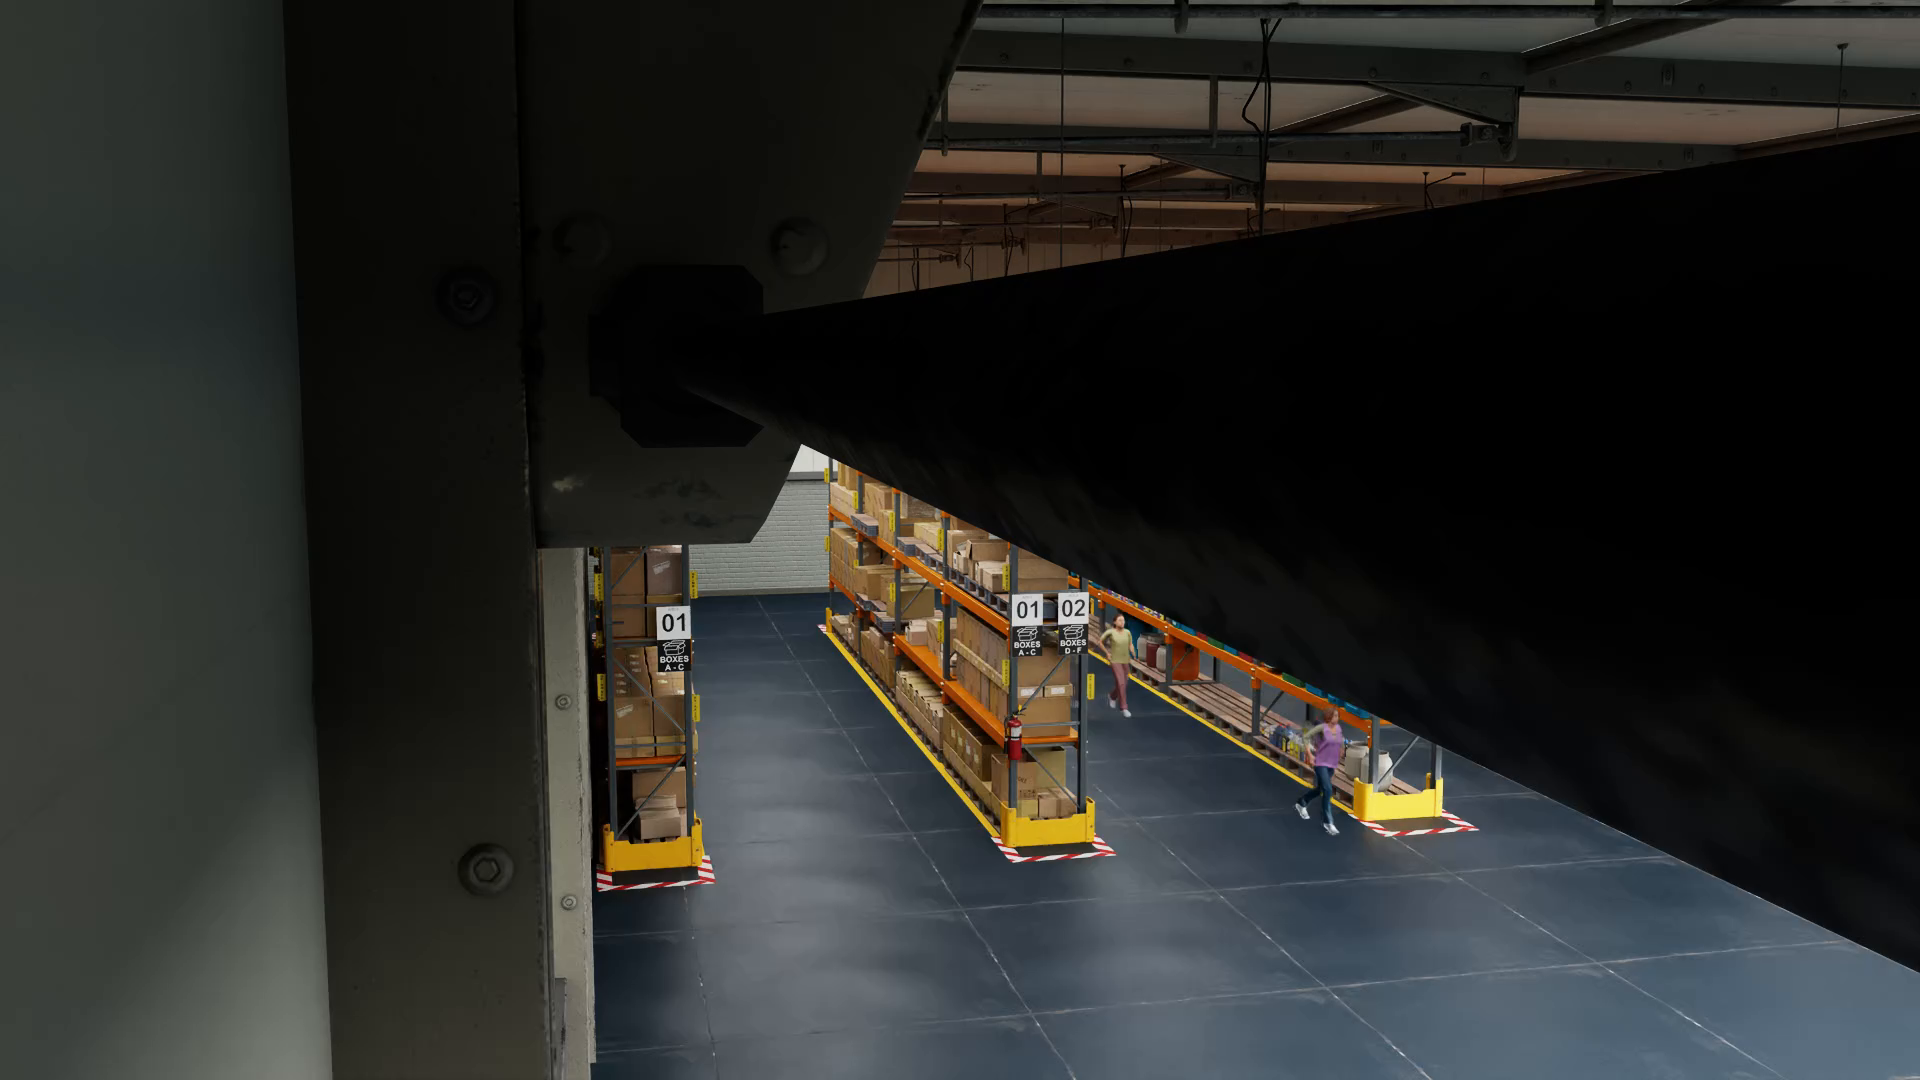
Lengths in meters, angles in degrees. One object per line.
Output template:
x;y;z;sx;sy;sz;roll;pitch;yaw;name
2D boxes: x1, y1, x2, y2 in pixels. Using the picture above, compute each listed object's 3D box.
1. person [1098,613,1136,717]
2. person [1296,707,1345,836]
2.601;2.016;27.237;0.579;1.651;0.799;-3;7;-22;person
4.769;2.968;21.750;0.551;1.610;0.846;-4;8;-33;person
